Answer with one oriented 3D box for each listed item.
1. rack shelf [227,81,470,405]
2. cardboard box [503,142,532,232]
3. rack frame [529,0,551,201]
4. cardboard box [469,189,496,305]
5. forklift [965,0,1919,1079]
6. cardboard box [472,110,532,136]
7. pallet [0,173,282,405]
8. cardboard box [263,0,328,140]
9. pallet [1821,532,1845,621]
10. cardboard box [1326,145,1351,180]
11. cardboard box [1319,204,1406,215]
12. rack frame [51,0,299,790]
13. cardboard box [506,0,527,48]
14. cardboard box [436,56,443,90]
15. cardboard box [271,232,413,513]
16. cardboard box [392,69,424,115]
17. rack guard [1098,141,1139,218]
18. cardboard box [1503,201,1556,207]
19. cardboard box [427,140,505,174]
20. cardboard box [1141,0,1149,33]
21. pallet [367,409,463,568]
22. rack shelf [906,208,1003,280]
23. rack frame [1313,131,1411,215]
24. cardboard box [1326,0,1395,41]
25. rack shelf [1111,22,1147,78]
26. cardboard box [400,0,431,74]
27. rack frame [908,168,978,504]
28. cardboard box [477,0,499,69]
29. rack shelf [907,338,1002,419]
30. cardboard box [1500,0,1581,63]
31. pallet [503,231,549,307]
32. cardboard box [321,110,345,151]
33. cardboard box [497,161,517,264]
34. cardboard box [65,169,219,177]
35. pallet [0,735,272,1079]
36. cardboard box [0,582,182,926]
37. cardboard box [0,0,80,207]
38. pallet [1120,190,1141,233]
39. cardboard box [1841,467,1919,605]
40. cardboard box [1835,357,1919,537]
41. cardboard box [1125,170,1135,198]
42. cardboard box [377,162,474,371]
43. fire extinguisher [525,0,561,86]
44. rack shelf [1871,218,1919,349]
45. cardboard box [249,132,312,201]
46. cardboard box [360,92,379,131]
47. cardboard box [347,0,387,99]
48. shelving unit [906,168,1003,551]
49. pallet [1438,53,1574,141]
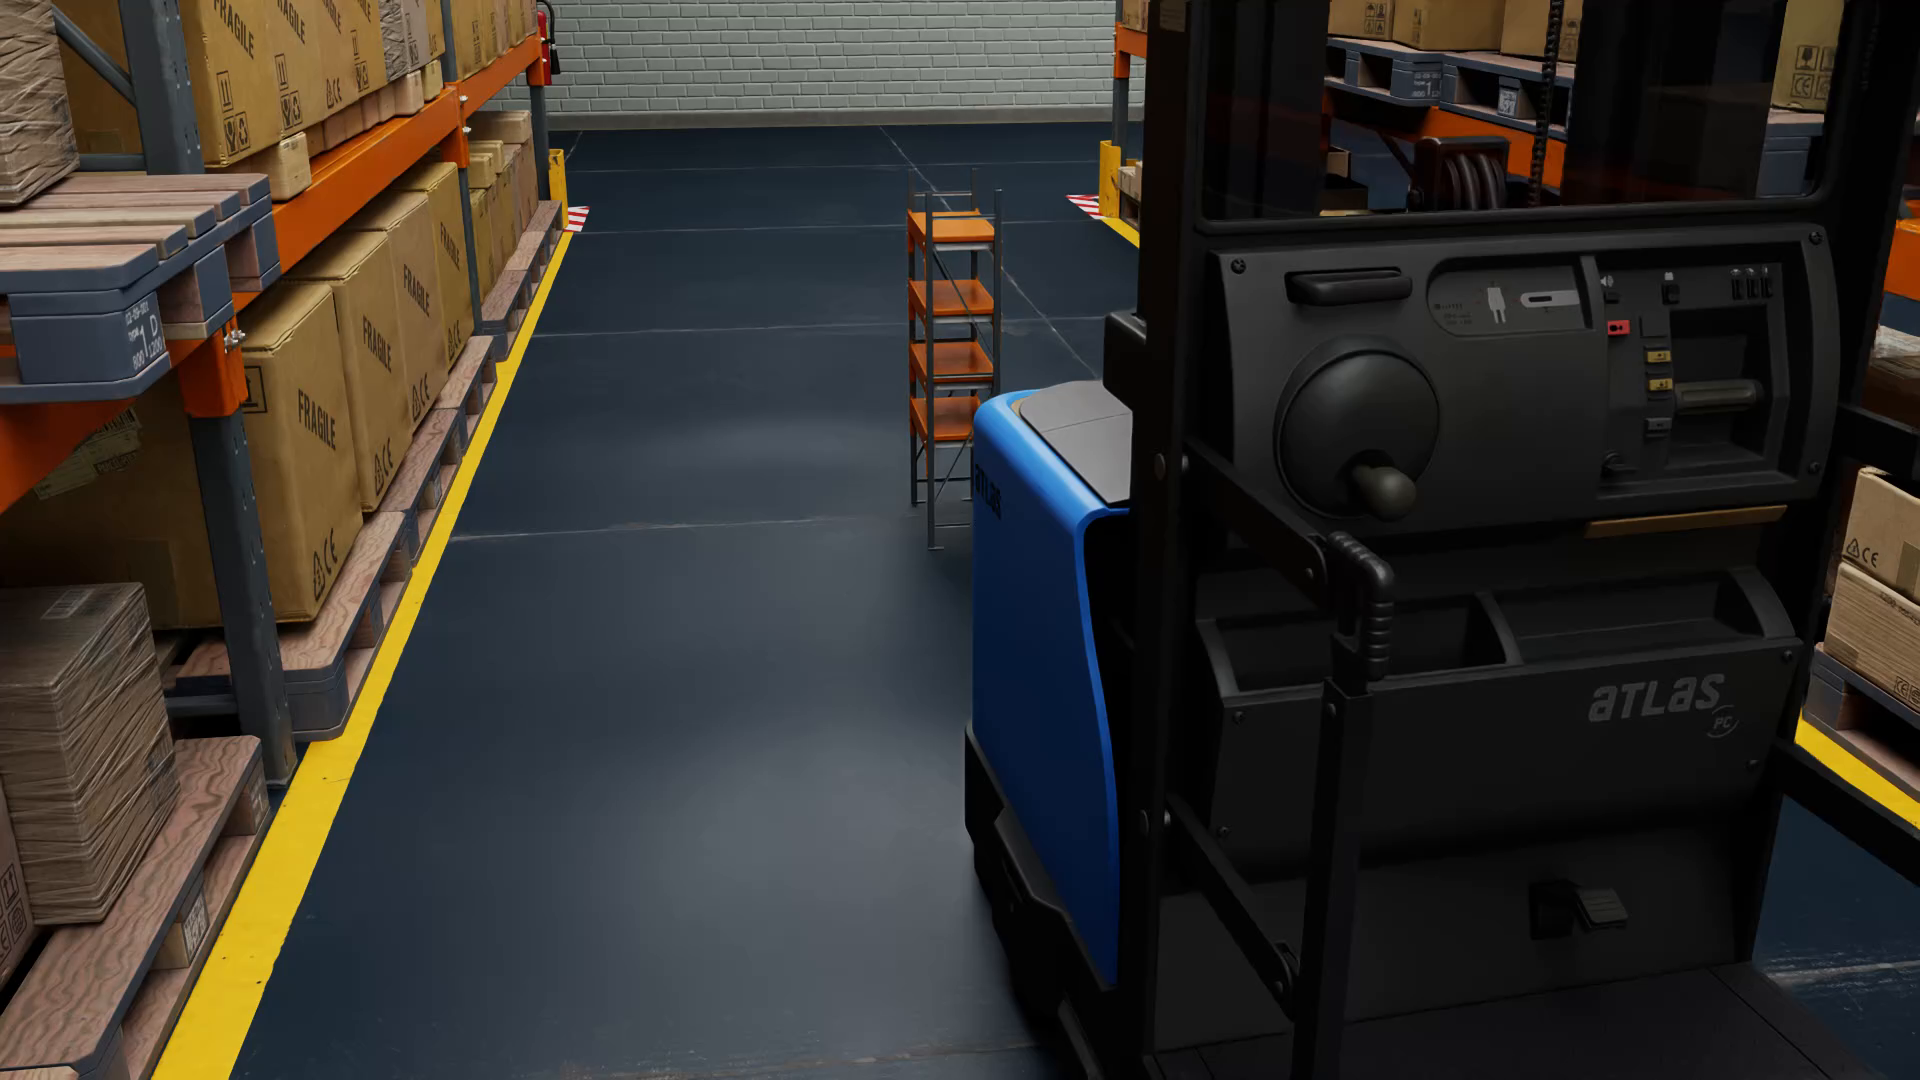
[{"bbox_3d":[-2.444,-1.146,5.527,1.077,0.370,4.000,-3,21,-8],"label":"rack shelf"},{"bbox_3d":[-3.036,-2.176,10.228,0.700,0.500,0.500,-3,21,-8],"label":"cardboard box"},{"bbox_3d":[-3.308,-3.561,10.963,1.000,3.000,0.127,-3,21,-8],"label":"rack frame"},{"bbox_3d":[-2.738,-1.466,8.326,0.700,0.500,0.500,-3,21,-7],"label":"cardboard box"},{"bbox_3d":[0.852,-0.216,2.106,1.130,2.935,3.031,-5,21,-13],"label":"forklift"},{"bbox_3d":[-2.910,-2.618,10.484,0.380,0.149,0.250,-3,21,-8],"label":"cardboard box"},{"bbox_3d":[-1.947,-0.460,2.934,1.213,0.211,1.003,-3,21,-8],"label":"pallet"},{"bbox_3d":[-2.038,-1.349,4.446,0.500,0.500,0.500,-2,21,-6],"label":"cardboard box"},{"bbox_3d":[2.676,0.004,5.405,1.003,0.211,1.213,-3,21,-8],"label":"pallet"},{"bbox_3d":[1.894,-2.114,10.028,0.797,0.503,0.637,-3,21,-8],"label":"cardboard box"},{"bbox_3d":[1.998,-1.282,7.806,0.500,0.500,0.500,-4,21,-10],"label":"cardboard box"},{"bbox_3d":[-2.155,-0.791,3.547,1.000,3.000,0.127,-3,21,-8],"label":"rack frame"},{"bbox_3d":[-3.109,-3.274,9.766,0.980,0.700,0.700,-3,21,-8],"label":"cardboard box"},{"bbox_3d":[-2.403,-1.965,7.020,0.380,0.149,0.250,-3,21,-7],"label":"cardboard box"},{"bbox_3d":[-2.251,-0.546,5.362,0.750,0.750,0.750,-3,21,-8],"label":"cardboard box"},{"bbox_3d":[-2.254,-1.698,6.306,0.380,0.149,0.250,-3,21,-8],"label":"cardboard box"},{"bbox_3d":[1.604,-2.615,12.002,1.175,0.500,0.348,-3,21,-8],"label":"rack guard"},{"bbox_3d":[2.215,-1.114,6.283,0.500,0.250,0.500,-3,21,-9],"label":"cardboard box"},{"bbox_3d":[-2.682,-2.078,9.038,0.380,0.149,0.250,-4,21,-9],"label":"cardboard box"},{"bbox_3d":[1.476,-3.514,10.693,0.500,0.500,0.500,-3,21,-8],"label":"cardboard box"},{"bbox_3d":[-2.367,-0.183,5.904,1.003,0.211,1.213,-3,21,-8],"label":"pallet"},{"bbox_3d":[-0.024,-0.988,5.522,0.258,0.148,0.480,-3,21,-8],"label":"rack shelf"},{"bbox_3d":[2.170,-2.427,7.927,1.000,3.000,0.127,-3,21,-8],"label":"rack frame"},{"bbox_3d":[2.016,-2.495,7.367,0.700,0.500,0.500,-10,23,-26],"label":"cardboard box"},{"bbox_3d":[1.881,-2.783,9.907,1.077,0.370,4.000,-3,21,-8],"label":"rack shelf"},{"bbox_3d":[-2.333,-2.048,6.317,0.500,0.500,0.500,-3,21,-7],"label":"cardboard box"},{"bbox_3d":[-0.059,-0.704,5.886,0.240,1.200,0.015,-3,21,-8],"label":"rack frame"},{"bbox_3d":[-2.894,-2.758,8.385,0.980,0.700,0.700,-3,21,-9],"label":"cardboard box"},{"bbox_3d":[-0.024,-0.556,5.683,0.258,0.148,0.480,-3,21,-8],"label":"rack shelf"},{"bbox_3d":[2.485,-2.062,6.207,0.700,0.500,0.500,-8,22,-21],"label":"cardboard box"},{"bbox_3d":[-2.943,-1.560,9.592,1.003,0.211,1.213,-3,21,-8],"label":"pallet"},{"bbox_3d":[-2.205,-1.339,5.344,0.380,0.149,0.250,-3,21,-7],"label":"cardboard box"},{"bbox_3d":[-2.879,-1.818,9.268,0.700,0.500,0.500,-2,21,-6],"label":"cardboard box"},{"bbox_3d":[-1.974,-0.808,3.924,0.380,0.149,0.250,-3,21,-9],"label":"cardboard box"},{"bbox_3d":[-2.044,0.786,3.310,1.003,0.211,1.213,-3,21,-8],"label":"pallet"},{"bbox_3d":[-2.000,0.421,3.247,0.700,0.500,0.500,-3,21,-7],"label":"cardboard box"},{"bbox_3d":[-2.078,-0.882,3.018,0.700,0.500,0.500,-5,21,-14],"label":"cardboard box"},{"bbox_3d":[1.720,-2.203,11.314,1.003,0.211,1.213,-3,21,-8],"label":"pallet"},{"bbox_3d":[2.531,-0.017,4.004,0.500,0.311,0.500,-2,21,-6],"label":"cardboard box"},{"bbox_3d":[2.963,-0.249,5.040,0.500,0.500,0.500,-2,21,-5],"label":"cardboard box"},{"bbox_3d":[1.349,-2.442,11.388,0.380,0.166,0.250,-3,21,-8],"label":"cardboard box"},{"bbox_3d":[-2.510,-1.147,6.973,0.750,0.750,0.750,-3,21,-7],"label":"cardboard box"},{"bbox_3d":[-2.874,-3.425,11.244,0.296,0.674,0.183,-3,21,-8],"label":"fire extinguisher"},{"bbox_3d":[3.034,-0.013,2.491,1.077,0.370,4.000,-3,21,-8],"label":"rack shelf"},{"bbox_3d":[-1.956,-0.992,4.416,0.380,0.149,0.250,-2,21,-6],"label":"cardboard box"},{"bbox_3d":[-2.263,-1.523,5.837,0.380,0.149,0.250,-3,21,-9],"label":"cardboard box"},{"bbox_3d":[-2.192,-1.701,5.387,0.500,0.500,0.500,-2,21,-6],"label":"cardboard box"},{"bbox_3d":[-0.024,-0.619,5.660,0.258,1.200,0.503,-3,21,-8],"label":"shelving unit"},{"bbox_3d":[2.461,-1.625,6.055,1.003,0.211,1.213,-3,21,-8],"label":"pallet"}]
